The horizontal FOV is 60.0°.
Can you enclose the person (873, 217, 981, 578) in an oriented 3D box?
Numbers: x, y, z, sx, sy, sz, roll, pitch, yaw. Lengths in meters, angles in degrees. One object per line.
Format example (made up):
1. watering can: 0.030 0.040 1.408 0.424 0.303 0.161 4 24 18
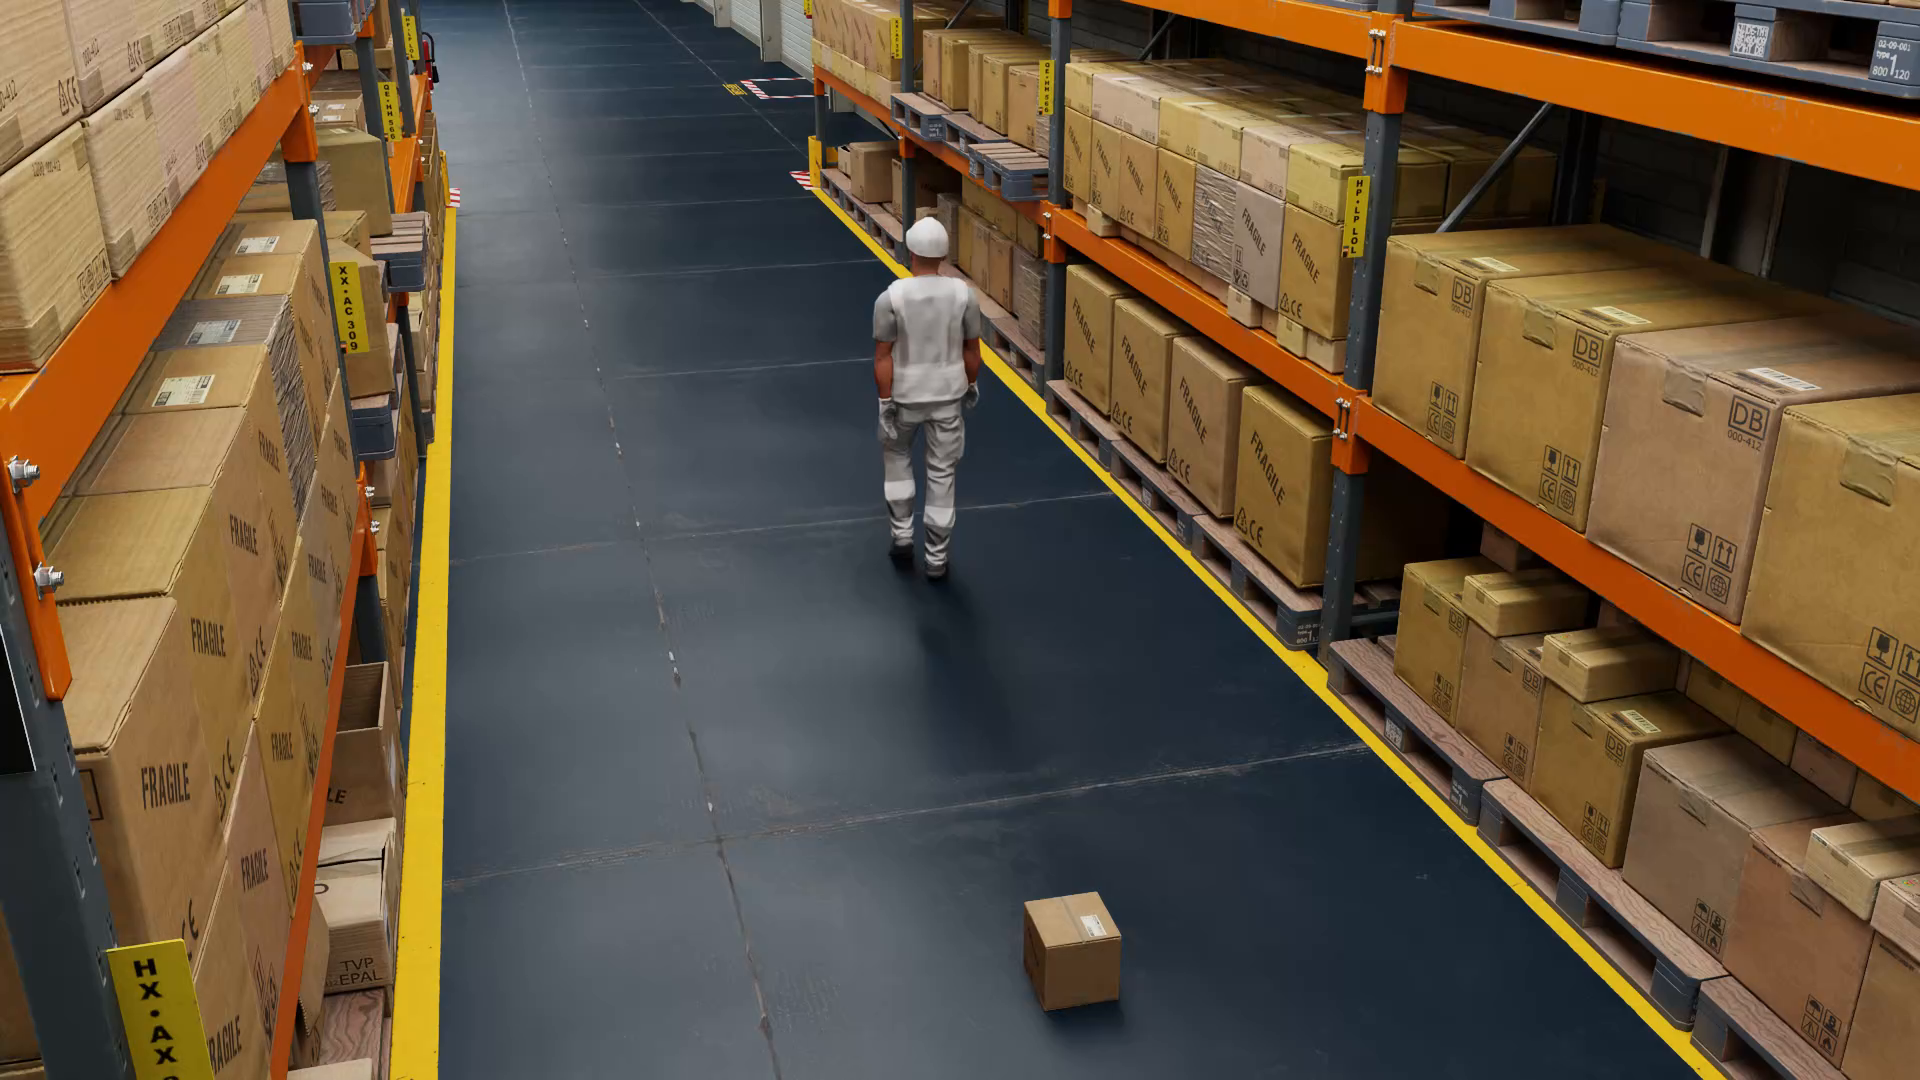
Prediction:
1. person: -0.162 -0.691 8.220 0.537 1.838 0.502 -2 23 -5
